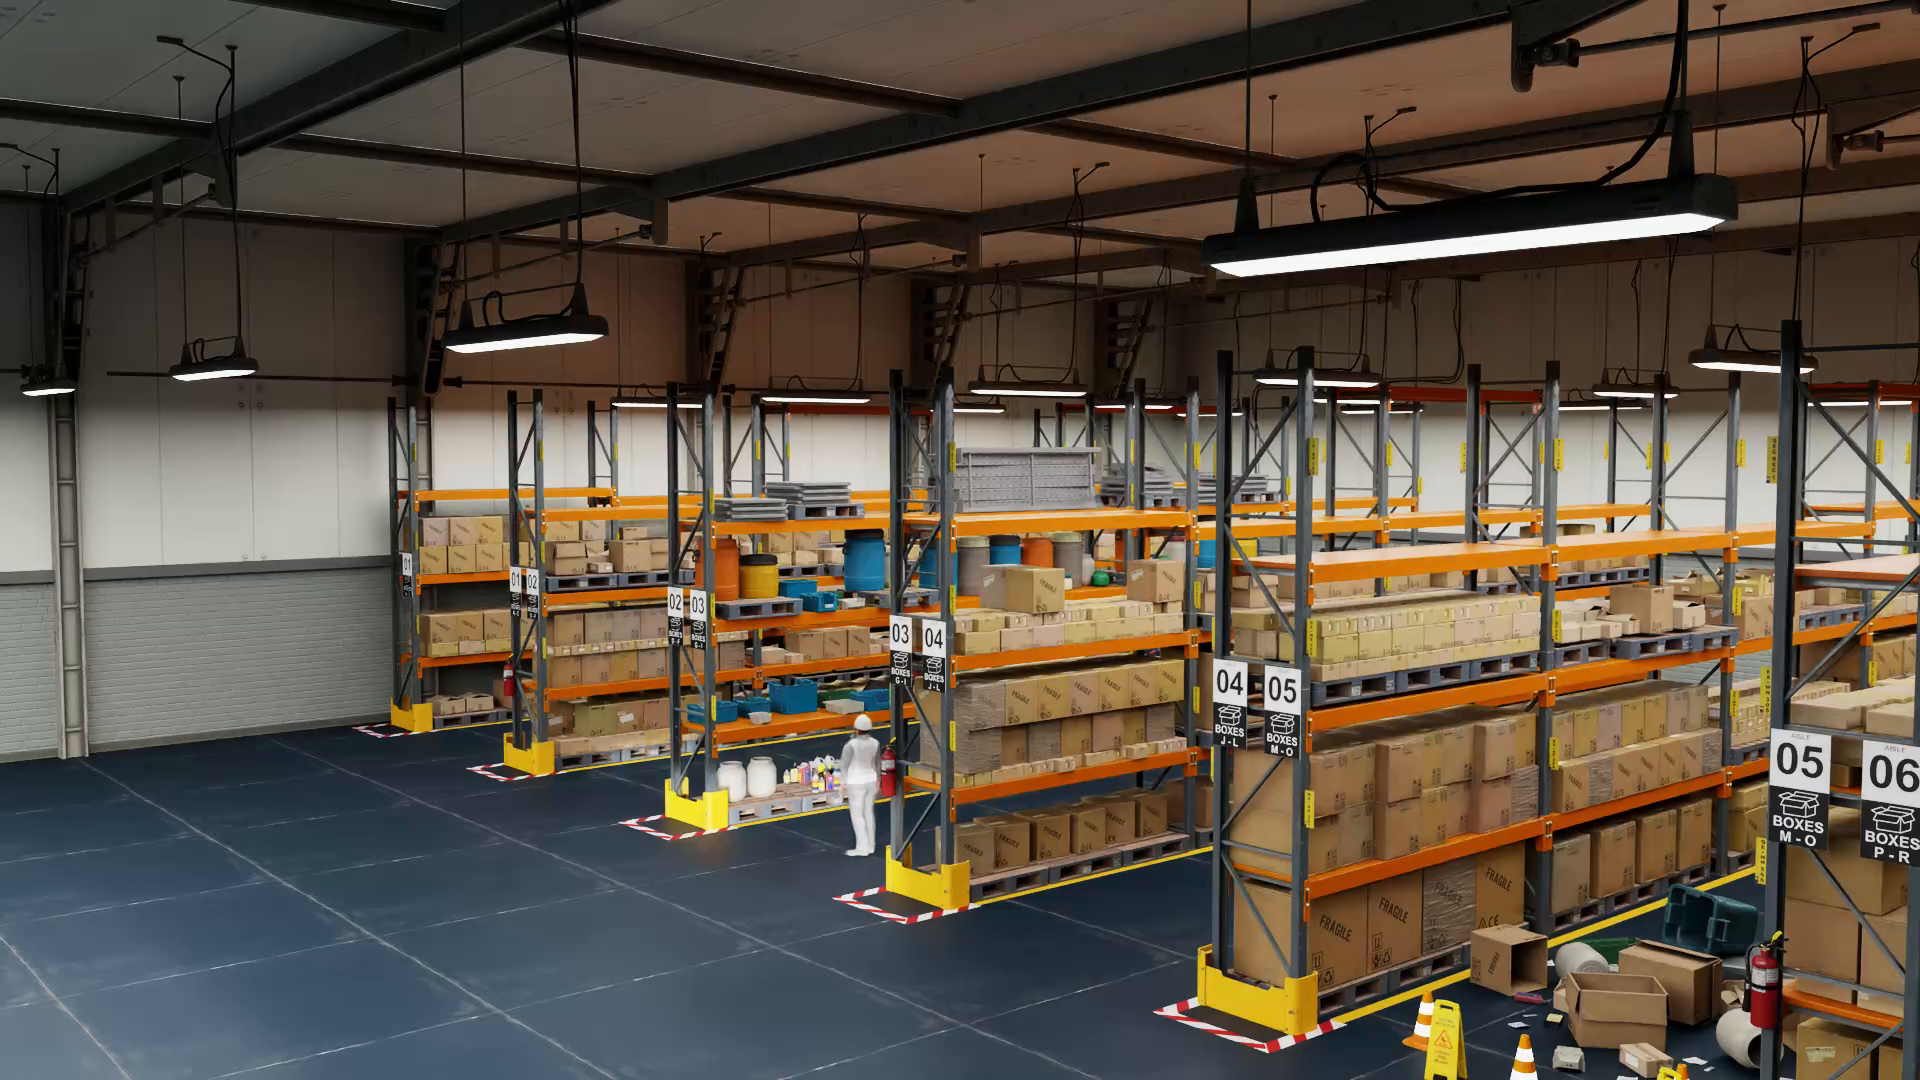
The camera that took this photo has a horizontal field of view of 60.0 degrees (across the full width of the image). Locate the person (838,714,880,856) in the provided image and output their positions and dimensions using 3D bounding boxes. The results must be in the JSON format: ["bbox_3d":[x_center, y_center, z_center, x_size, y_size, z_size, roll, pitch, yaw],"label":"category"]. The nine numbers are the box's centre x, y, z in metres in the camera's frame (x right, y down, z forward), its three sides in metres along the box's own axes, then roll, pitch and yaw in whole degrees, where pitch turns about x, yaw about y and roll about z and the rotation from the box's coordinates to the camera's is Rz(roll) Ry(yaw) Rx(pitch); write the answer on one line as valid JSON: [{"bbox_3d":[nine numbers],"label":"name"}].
[{"bbox_3d":[-1.246,3.065,20.862,0.404,1.778,0.589,3,4,37],"label":"person"}]
